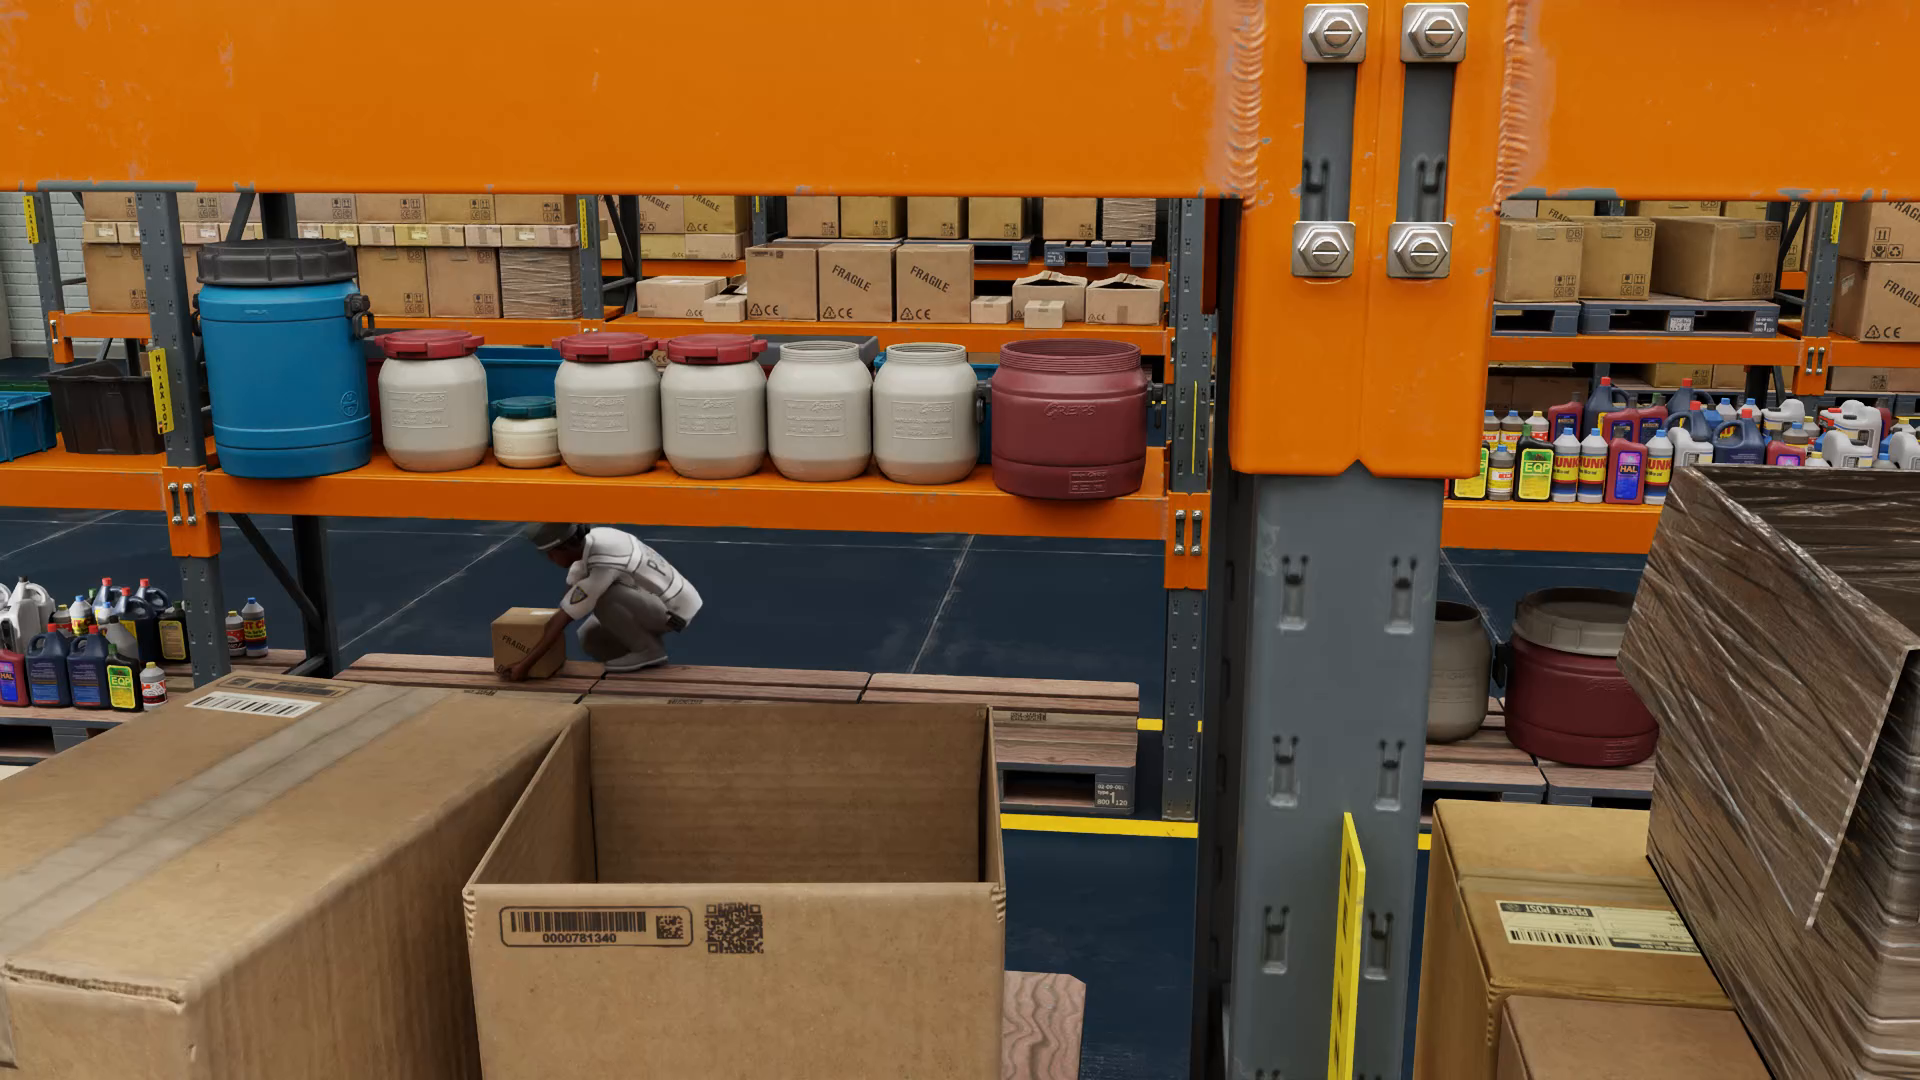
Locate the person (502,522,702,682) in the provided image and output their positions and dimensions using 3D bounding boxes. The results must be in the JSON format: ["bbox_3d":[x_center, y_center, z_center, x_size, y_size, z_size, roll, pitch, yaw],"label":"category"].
[{"bbox_3d":[-1.660,0.312,7.690,0.936,0.985,0.468,-5,15,-19],"label":"person"}]
